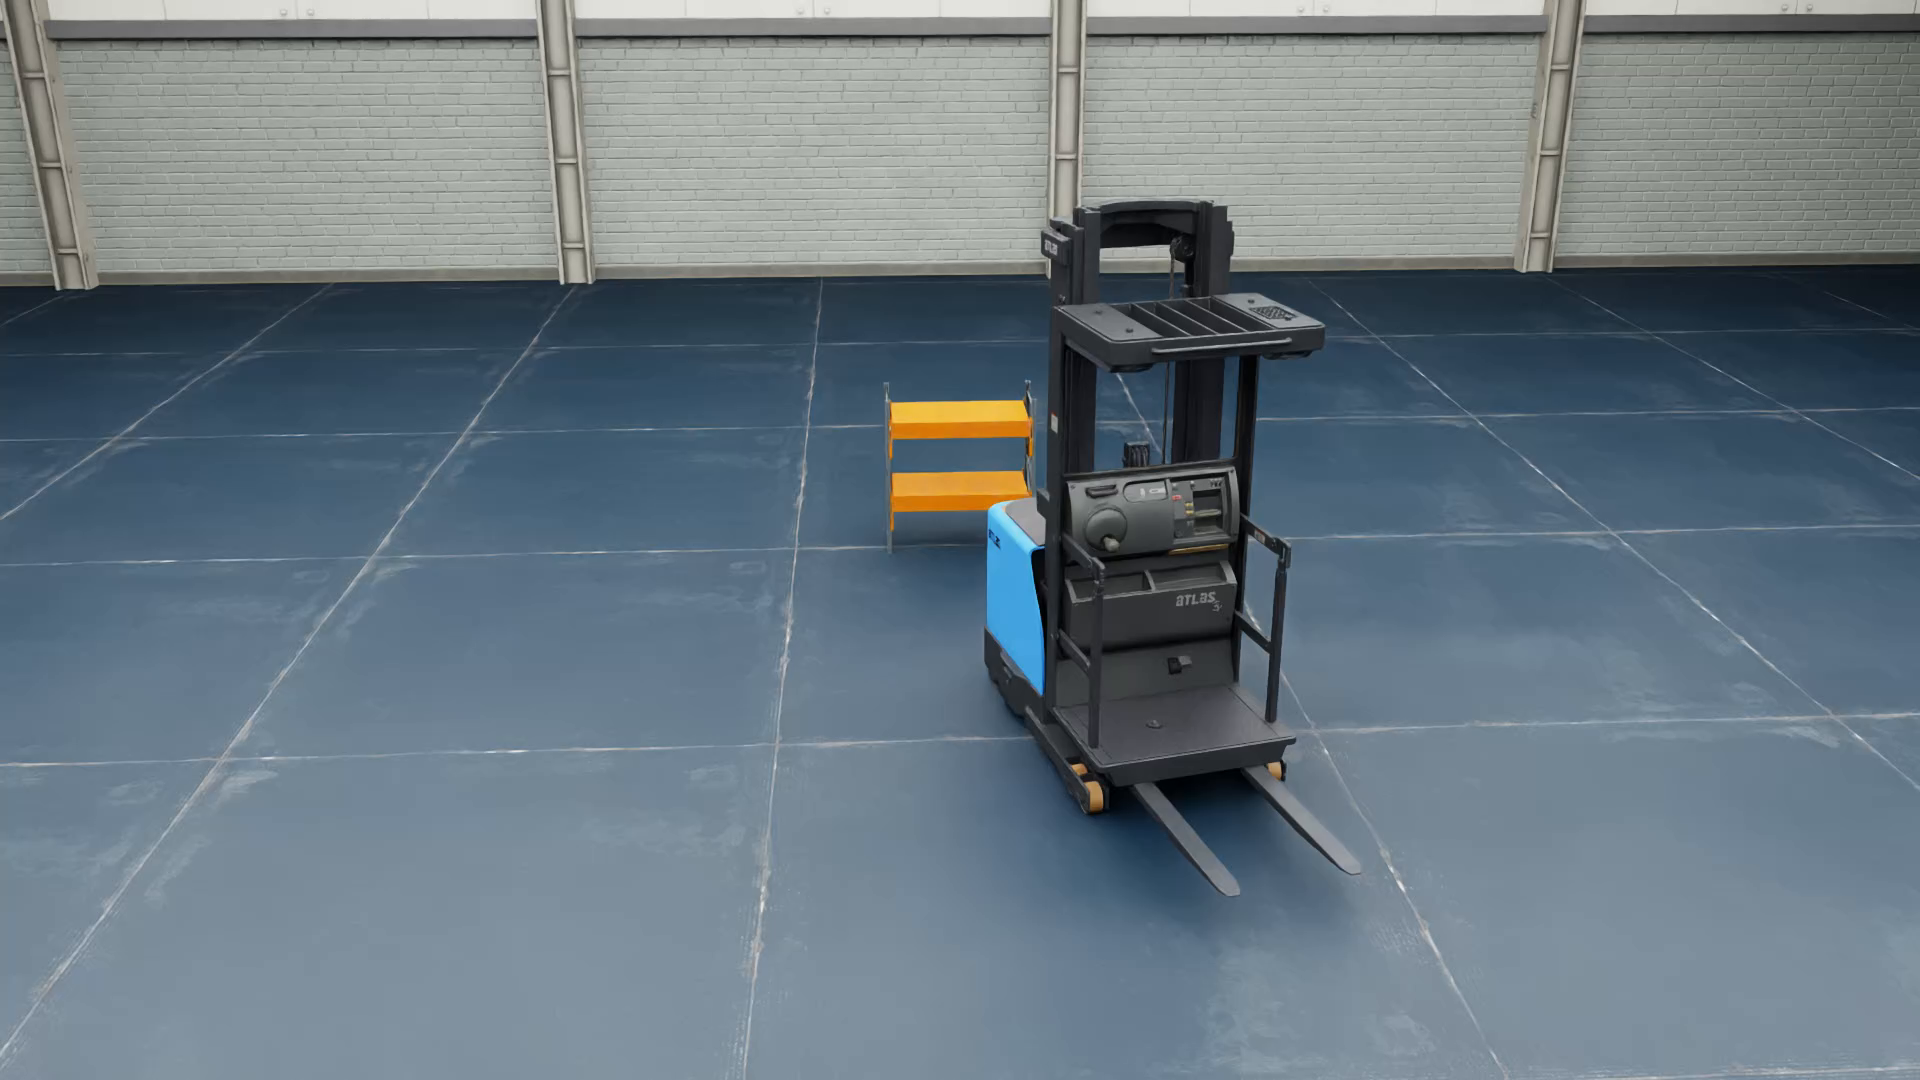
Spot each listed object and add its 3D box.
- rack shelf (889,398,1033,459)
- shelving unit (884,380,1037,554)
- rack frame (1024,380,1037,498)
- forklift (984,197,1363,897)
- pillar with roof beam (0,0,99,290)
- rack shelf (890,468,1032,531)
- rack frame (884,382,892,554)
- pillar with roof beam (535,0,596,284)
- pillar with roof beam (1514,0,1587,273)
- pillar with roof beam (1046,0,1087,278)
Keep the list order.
[{"bbox_3d":[-0.007,-0.799,11.816,1.000,0.278,0.538,-1,21,-3],"label":"rack shelf"},{"bbox_3d":[-0.007,-0.526,11.920,1.048,1.125,0.538,-1,21,-3],"label":"shelving unit"},{"bbox_3d":[0.501,-0.536,11.948,0.032,1.125,0.500,-1,21,-3],"label":"rack frame"},{"bbox_3d":[1.064,-0.135,8.355,1.130,2.935,3.031,-6,22,-16],"label":"forklift"},{"bbox_3d":[-10.451,-5.741,14.554,0.400,9.000,9.100,-1,21,-3],"label":"pillar with roof beam"},{"bbox_3d":[-0.007,-0.297,12.007,1.000,0.278,0.538,-1,21,-3],"label":"rack shelf"},{"bbox_3d":[-0.514,-0.515,11.893,0.032,1.125,0.500,-1,21,-3],"label":"rack frame"},{"bbox_3d":[-4.461,-5.863,14.874,0.400,9.000,9.100,-1,21,-3],"label":"pillar with roof beam"},{"bbox_3d":[7.519,-6.107,15.514,0.400,9.000,9.100,-1,21,-3],"label":"pillar with roof beam"},{"bbox_3d":[1.529,-5.985,15.194,0.400,9.000,9.100,-1,21,-3],"label":"pillar with roof beam"}]
